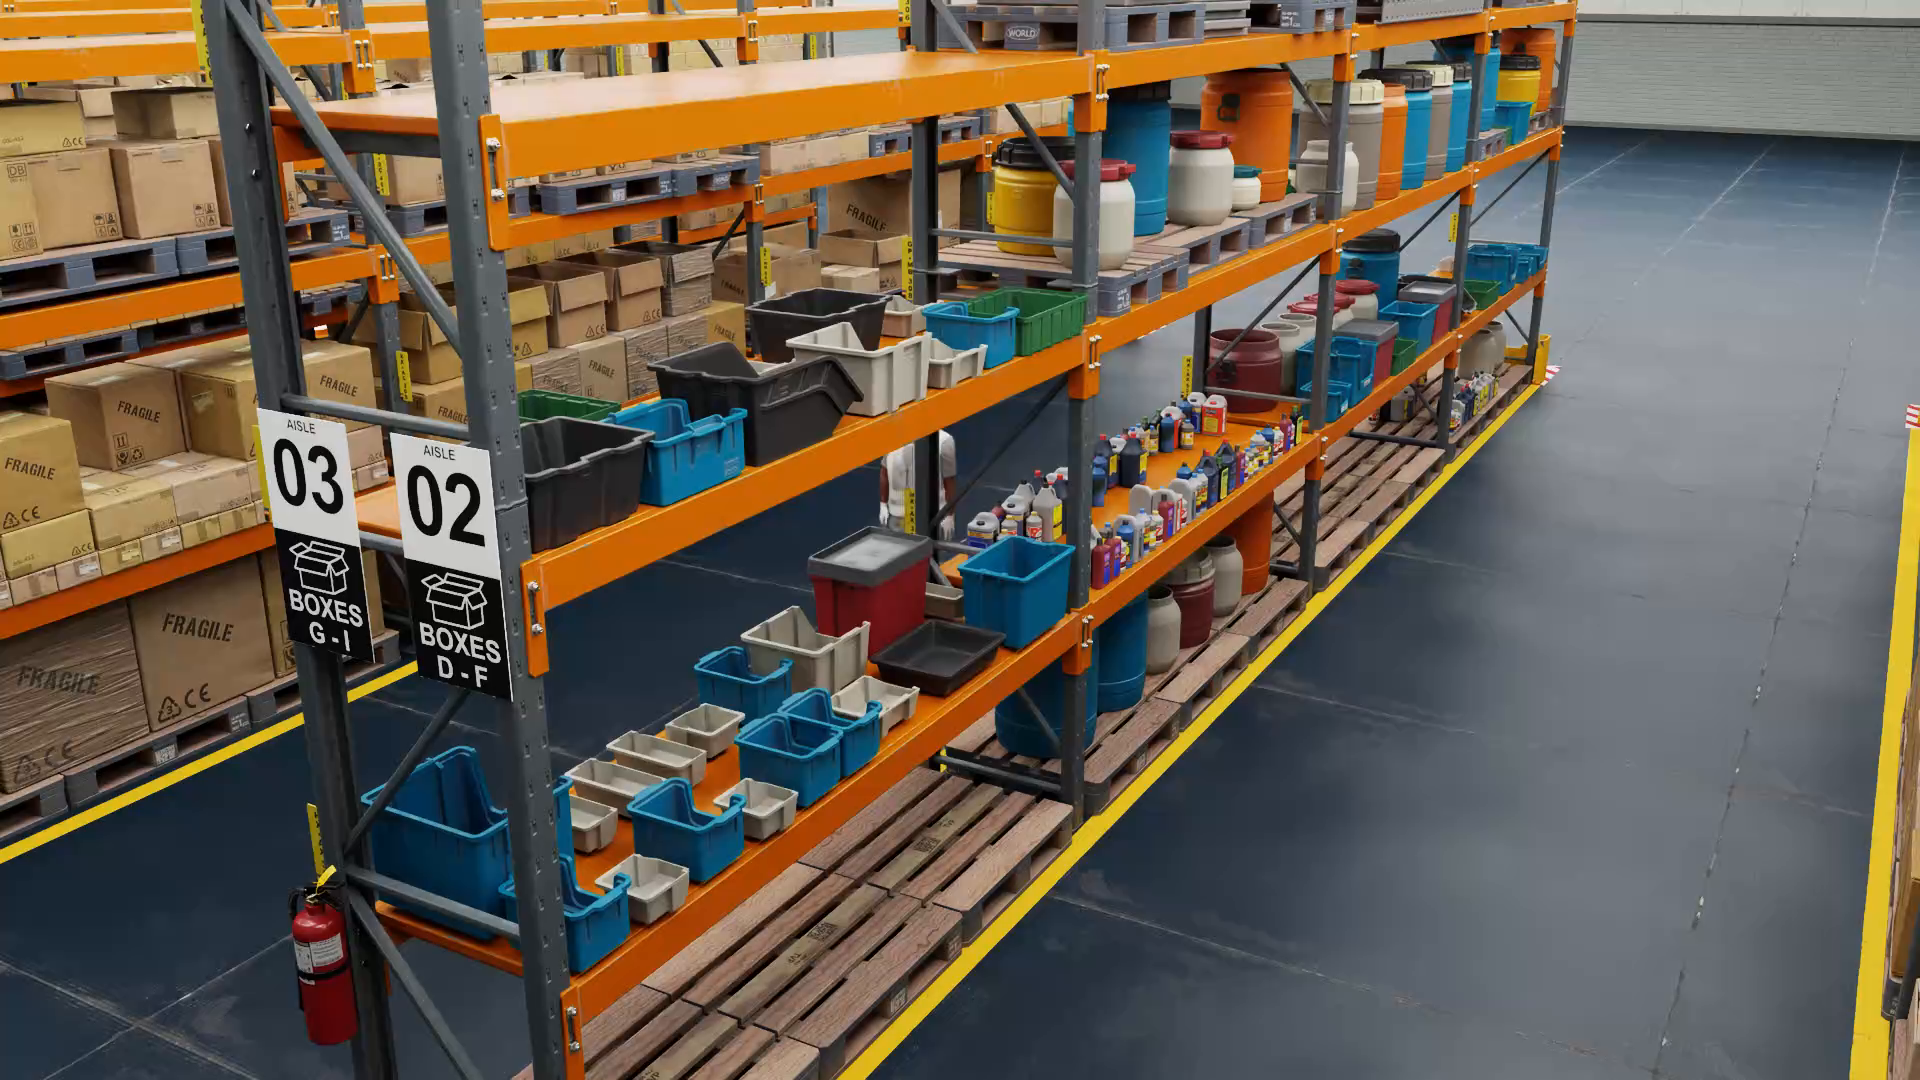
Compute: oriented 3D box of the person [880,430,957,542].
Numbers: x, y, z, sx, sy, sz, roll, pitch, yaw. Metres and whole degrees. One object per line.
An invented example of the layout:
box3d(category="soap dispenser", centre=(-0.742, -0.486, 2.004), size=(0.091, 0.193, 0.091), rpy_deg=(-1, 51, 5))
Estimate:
box3d(category="person", centre=(-0.260, -0.243, 11.610), size=(0.561, 1.712, 0.607), rpy_deg=(9, 21, 23))
